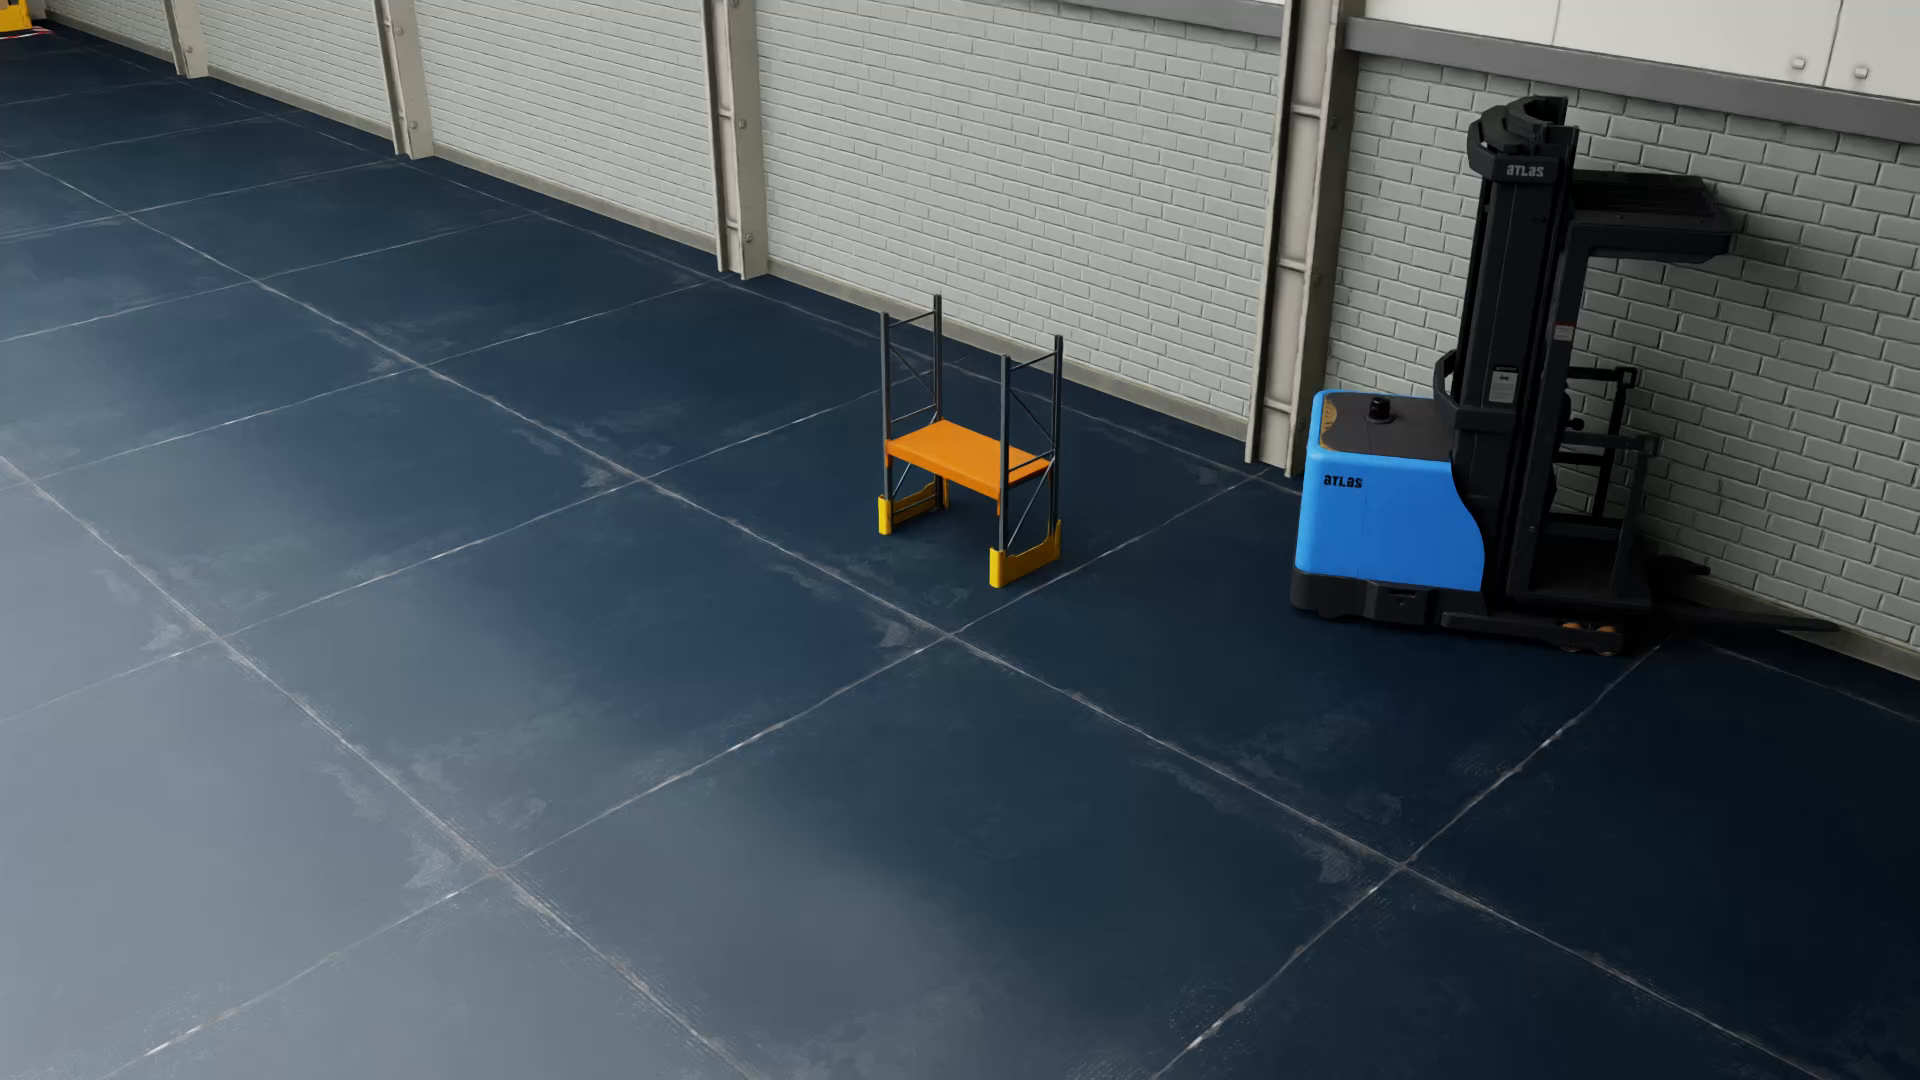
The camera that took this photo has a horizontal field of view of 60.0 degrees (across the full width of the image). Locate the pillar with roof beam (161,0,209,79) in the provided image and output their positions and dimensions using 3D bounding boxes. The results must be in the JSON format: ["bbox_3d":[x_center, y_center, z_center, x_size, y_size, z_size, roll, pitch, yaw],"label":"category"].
[{"bbox_3d":[-13.588,-8.974,18.142,0.400,9.000,9.100,25,36,38],"label":"pillar with roof beam"}]

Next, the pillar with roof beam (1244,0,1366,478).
[{"bbox_3d":[-0.753,-3.101,6.972,0.400,9.000,9.100,25,36,38],"label":"pillar with roof beam"}]

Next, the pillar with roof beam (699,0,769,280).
[{"bbox_3d":[-5.031,-5.059,10.695,0.400,9.000,9.100,25,36,38],"label":"pillar with roof beam"}]

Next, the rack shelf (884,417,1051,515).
[{"bbox_3d":[0.061,-0.477,10.425,1.000,0.185,0.538,25,36,38],"label":"rack shelf"}]

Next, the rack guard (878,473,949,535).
[{"bbox_3d":[-0.301,-0.248,10.947,0.087,0.250,0.587,25,36,38],"label":"rack guard"}]

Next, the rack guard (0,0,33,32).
[{"bbox_3d":[-14.967,-8.065,25.544,0.348,0.500,1.175,25,36,38],"label":"rack guard"}]

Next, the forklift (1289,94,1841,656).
[{"bbox_3d":[3.533,-0.909,9.322,3.031,2.935,1.130,6,28,12],"label":"forklift"}]

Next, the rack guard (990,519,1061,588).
[{"bbox_3d":[0.409,0.077,10.329,0.087,0.250,0.587,25,36,38],"label":"rack guard"}]

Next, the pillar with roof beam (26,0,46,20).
[{"bbox_3d":[-17.867,-10.932,21.865,0.400,9.000,9.100,25,36,38],"label":"pillar with roof beam"}]

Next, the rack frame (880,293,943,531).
[{"bbox_3d":[-0.302,-0.802,10.657,0.032,1.500,0.500,25,36,38],"label":"rack frame"}]

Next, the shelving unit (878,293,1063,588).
[{"bbox_3d":[0.054,-0.639,10.347,1.083,1.500,0.587,25,36,38],"label":"shelving unit"}]

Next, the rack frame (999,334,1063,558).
[{"bbox_3d":[0.423,-0.470,10.026,0.032,1.500,0.500,25,36,38],"label":"rack frame"}]

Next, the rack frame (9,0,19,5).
[{"bbox_3d":[-14.984,-9.179,24.977,0.127,3.000,1.000,25,36,38],"label":"rack frame"}]

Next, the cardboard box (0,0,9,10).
[{"bbox_3d":[-15.197,-8.373,25.948,0.500,0.250,0.500,25,37,39],"label":"cardboard box"}]

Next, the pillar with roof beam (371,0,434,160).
[{"bbox_3d":[-9.310,-7.017,14.418,0.400,9.000,9.100,25,36,38],"label":"pillar with roof beam"}]
